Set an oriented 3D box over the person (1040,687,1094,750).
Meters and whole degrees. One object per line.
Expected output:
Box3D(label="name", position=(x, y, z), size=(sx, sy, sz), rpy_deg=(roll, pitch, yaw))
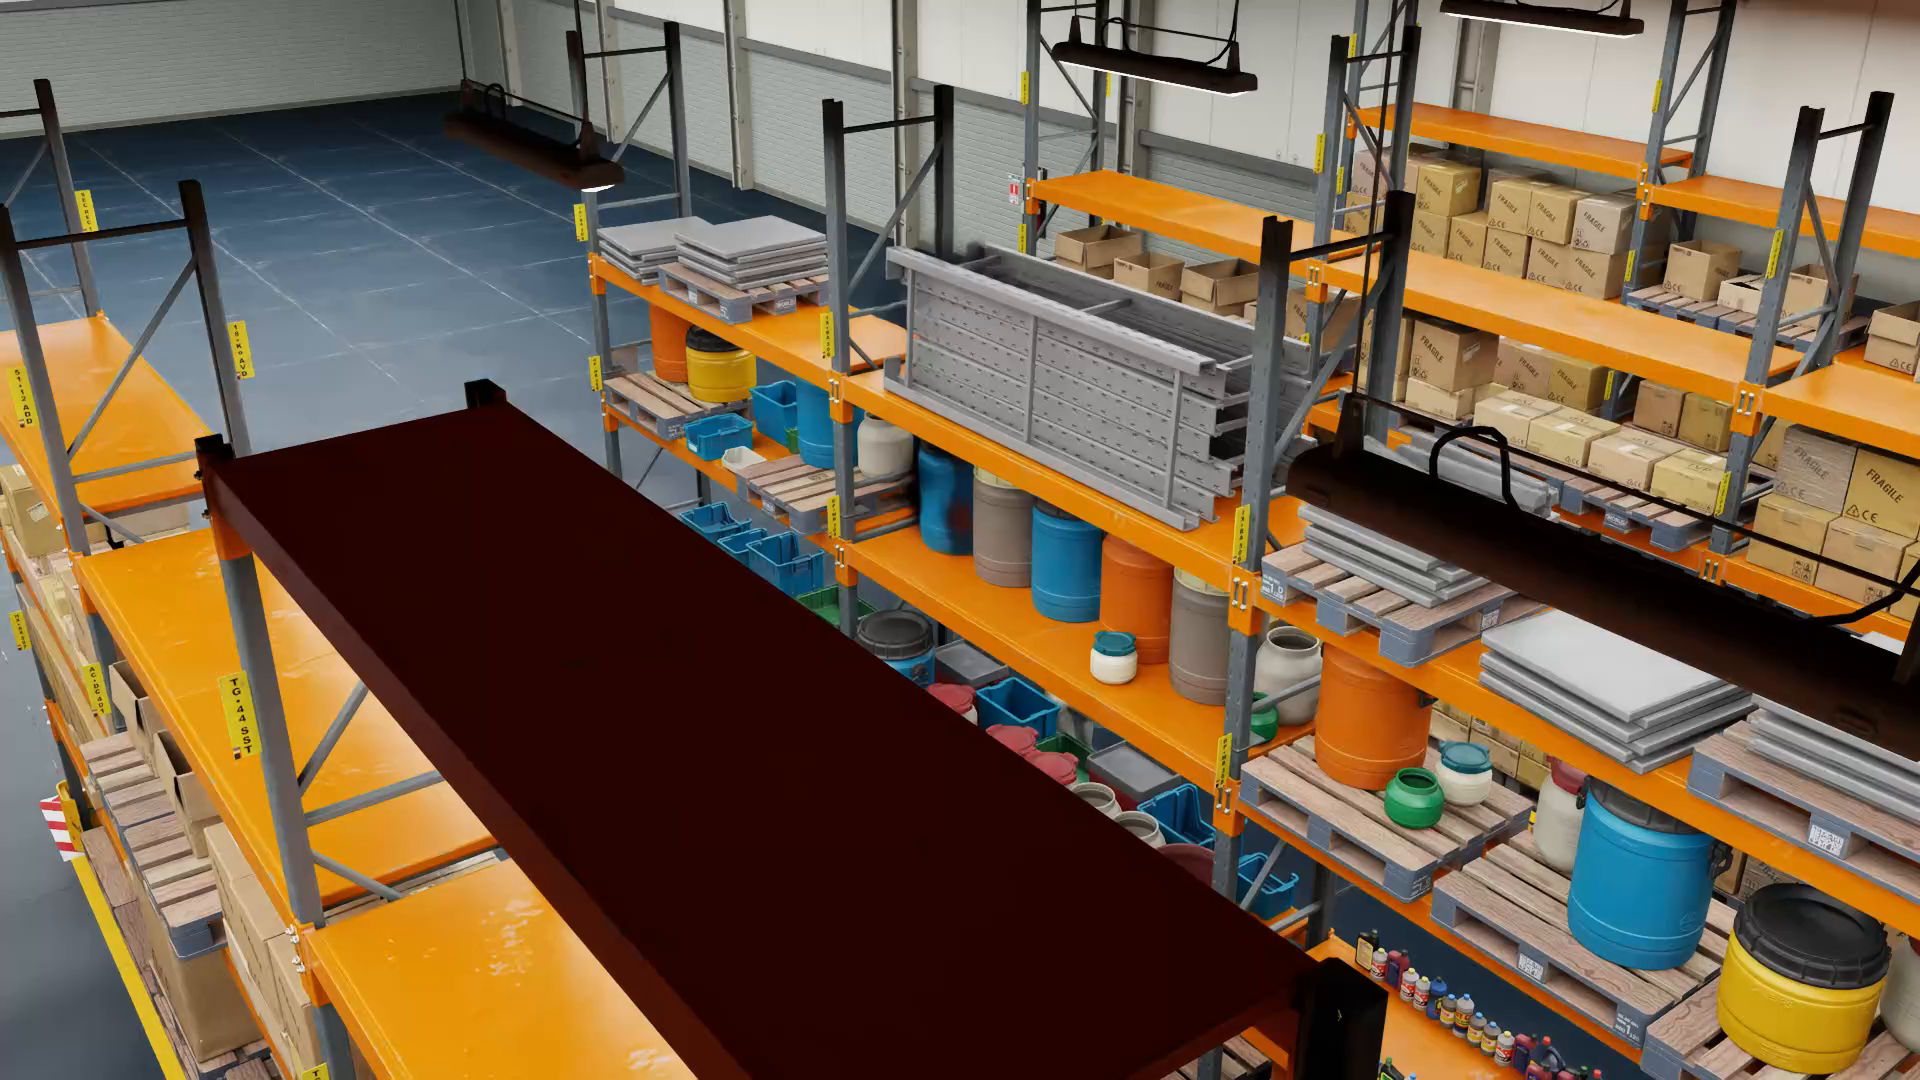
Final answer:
Box3D(label="person", position=(0.897, 1.347, 14.189), size=(0.661, 1.618, 0.844), rpy_deg=(3, 25, 6))
